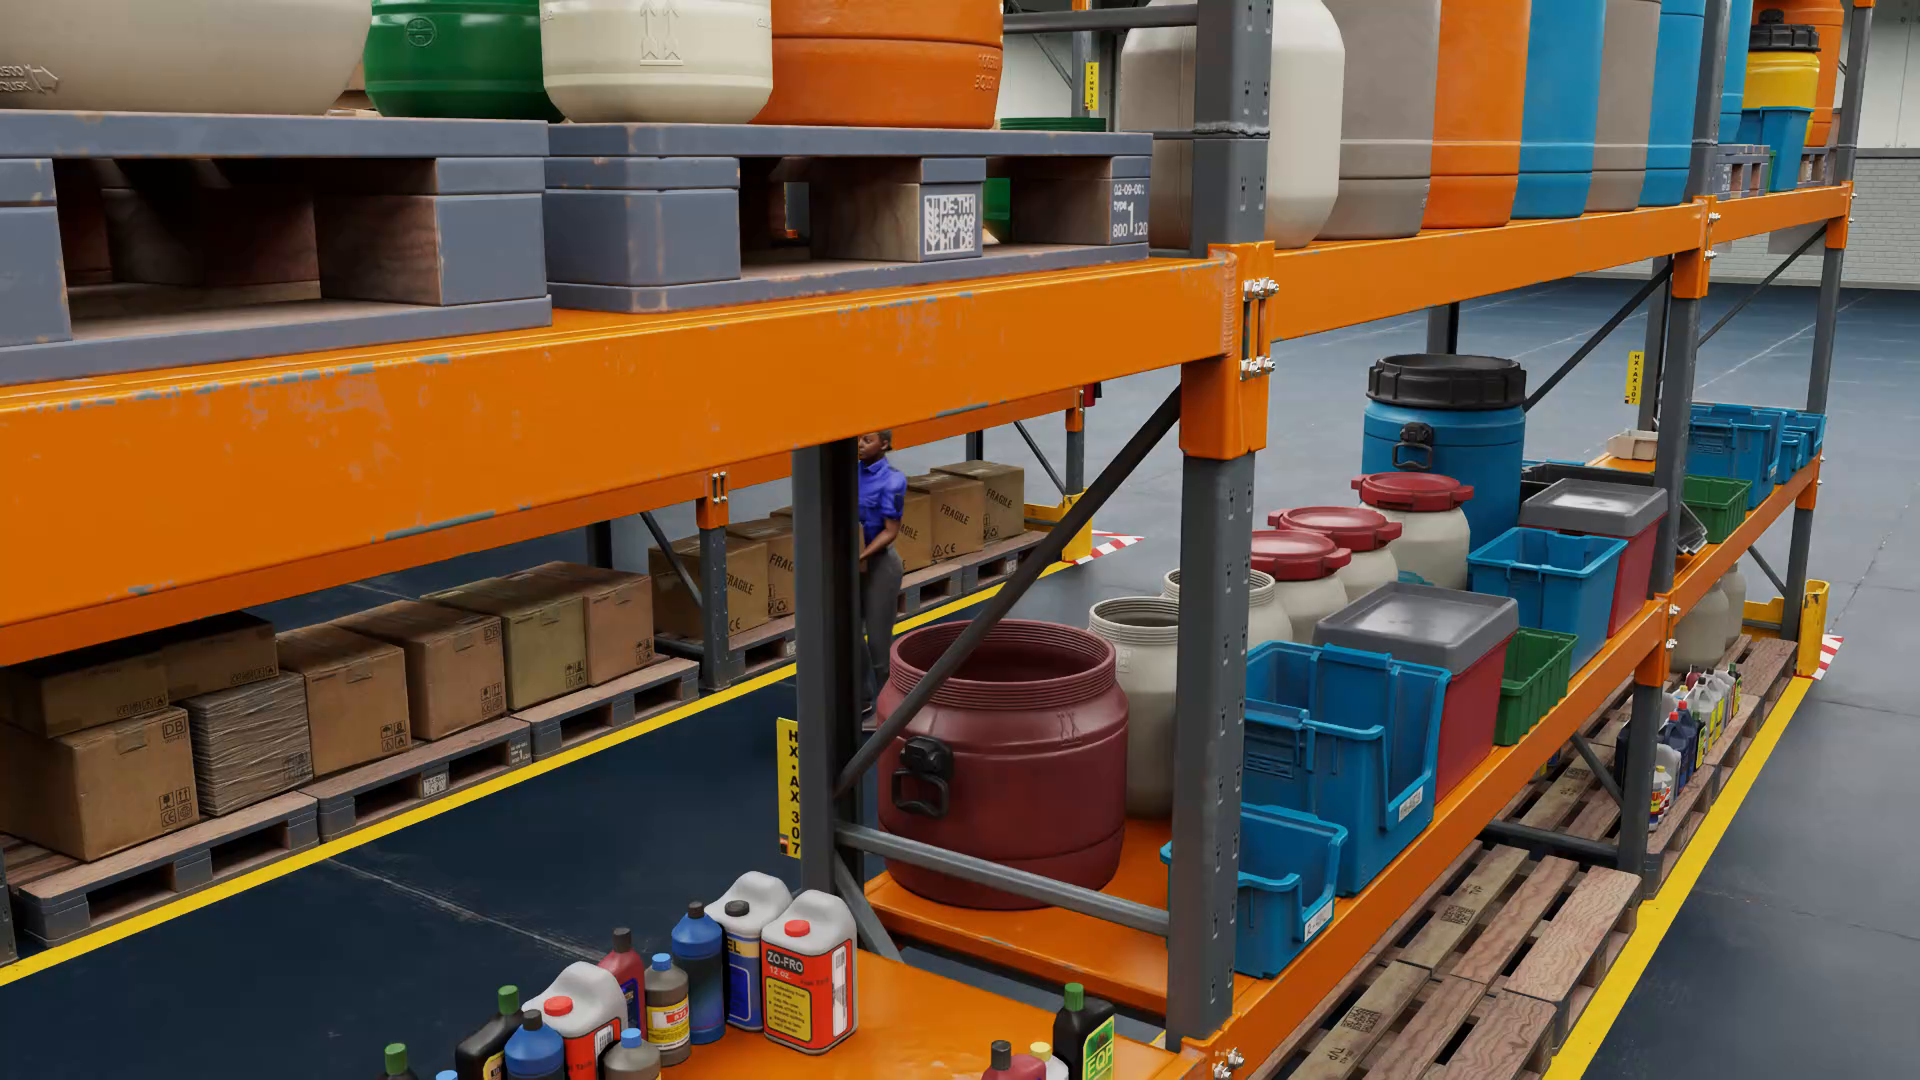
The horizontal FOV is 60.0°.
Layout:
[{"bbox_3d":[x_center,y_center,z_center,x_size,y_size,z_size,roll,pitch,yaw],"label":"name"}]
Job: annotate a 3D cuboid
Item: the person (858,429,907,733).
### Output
[{"bbox_3d":[-0.540,0.183,8.711,0.460,1.653,0.500,12,18,42],"label":"person"}]
